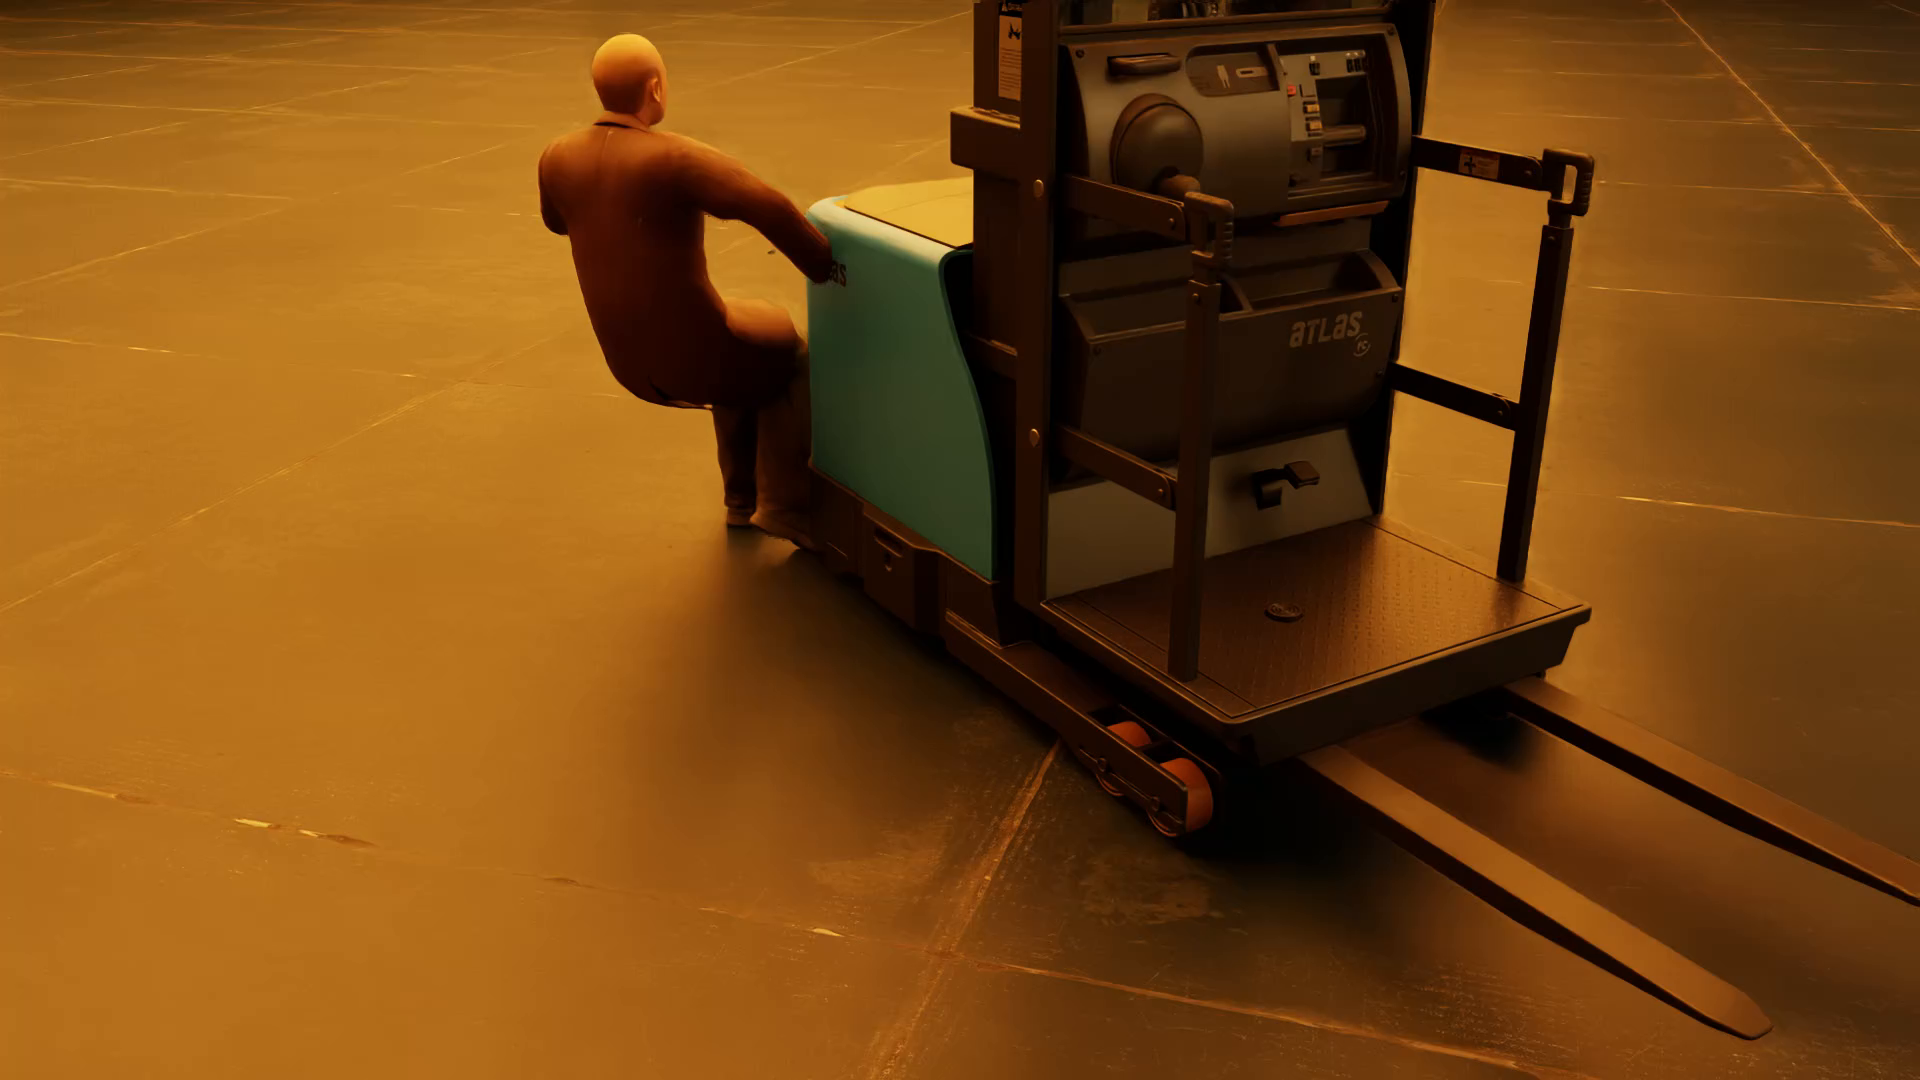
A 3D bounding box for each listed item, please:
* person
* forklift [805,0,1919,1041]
[{"bbox_3d":[-0.710,-0.688,4.838,0.944,1.545,0.901,9,24,21],"label":"person"},{"bbox_3d":[0.749,-0.920,3.508,1.130,2.935,3.031,-13,26,-29],"label":"forklift"}]
